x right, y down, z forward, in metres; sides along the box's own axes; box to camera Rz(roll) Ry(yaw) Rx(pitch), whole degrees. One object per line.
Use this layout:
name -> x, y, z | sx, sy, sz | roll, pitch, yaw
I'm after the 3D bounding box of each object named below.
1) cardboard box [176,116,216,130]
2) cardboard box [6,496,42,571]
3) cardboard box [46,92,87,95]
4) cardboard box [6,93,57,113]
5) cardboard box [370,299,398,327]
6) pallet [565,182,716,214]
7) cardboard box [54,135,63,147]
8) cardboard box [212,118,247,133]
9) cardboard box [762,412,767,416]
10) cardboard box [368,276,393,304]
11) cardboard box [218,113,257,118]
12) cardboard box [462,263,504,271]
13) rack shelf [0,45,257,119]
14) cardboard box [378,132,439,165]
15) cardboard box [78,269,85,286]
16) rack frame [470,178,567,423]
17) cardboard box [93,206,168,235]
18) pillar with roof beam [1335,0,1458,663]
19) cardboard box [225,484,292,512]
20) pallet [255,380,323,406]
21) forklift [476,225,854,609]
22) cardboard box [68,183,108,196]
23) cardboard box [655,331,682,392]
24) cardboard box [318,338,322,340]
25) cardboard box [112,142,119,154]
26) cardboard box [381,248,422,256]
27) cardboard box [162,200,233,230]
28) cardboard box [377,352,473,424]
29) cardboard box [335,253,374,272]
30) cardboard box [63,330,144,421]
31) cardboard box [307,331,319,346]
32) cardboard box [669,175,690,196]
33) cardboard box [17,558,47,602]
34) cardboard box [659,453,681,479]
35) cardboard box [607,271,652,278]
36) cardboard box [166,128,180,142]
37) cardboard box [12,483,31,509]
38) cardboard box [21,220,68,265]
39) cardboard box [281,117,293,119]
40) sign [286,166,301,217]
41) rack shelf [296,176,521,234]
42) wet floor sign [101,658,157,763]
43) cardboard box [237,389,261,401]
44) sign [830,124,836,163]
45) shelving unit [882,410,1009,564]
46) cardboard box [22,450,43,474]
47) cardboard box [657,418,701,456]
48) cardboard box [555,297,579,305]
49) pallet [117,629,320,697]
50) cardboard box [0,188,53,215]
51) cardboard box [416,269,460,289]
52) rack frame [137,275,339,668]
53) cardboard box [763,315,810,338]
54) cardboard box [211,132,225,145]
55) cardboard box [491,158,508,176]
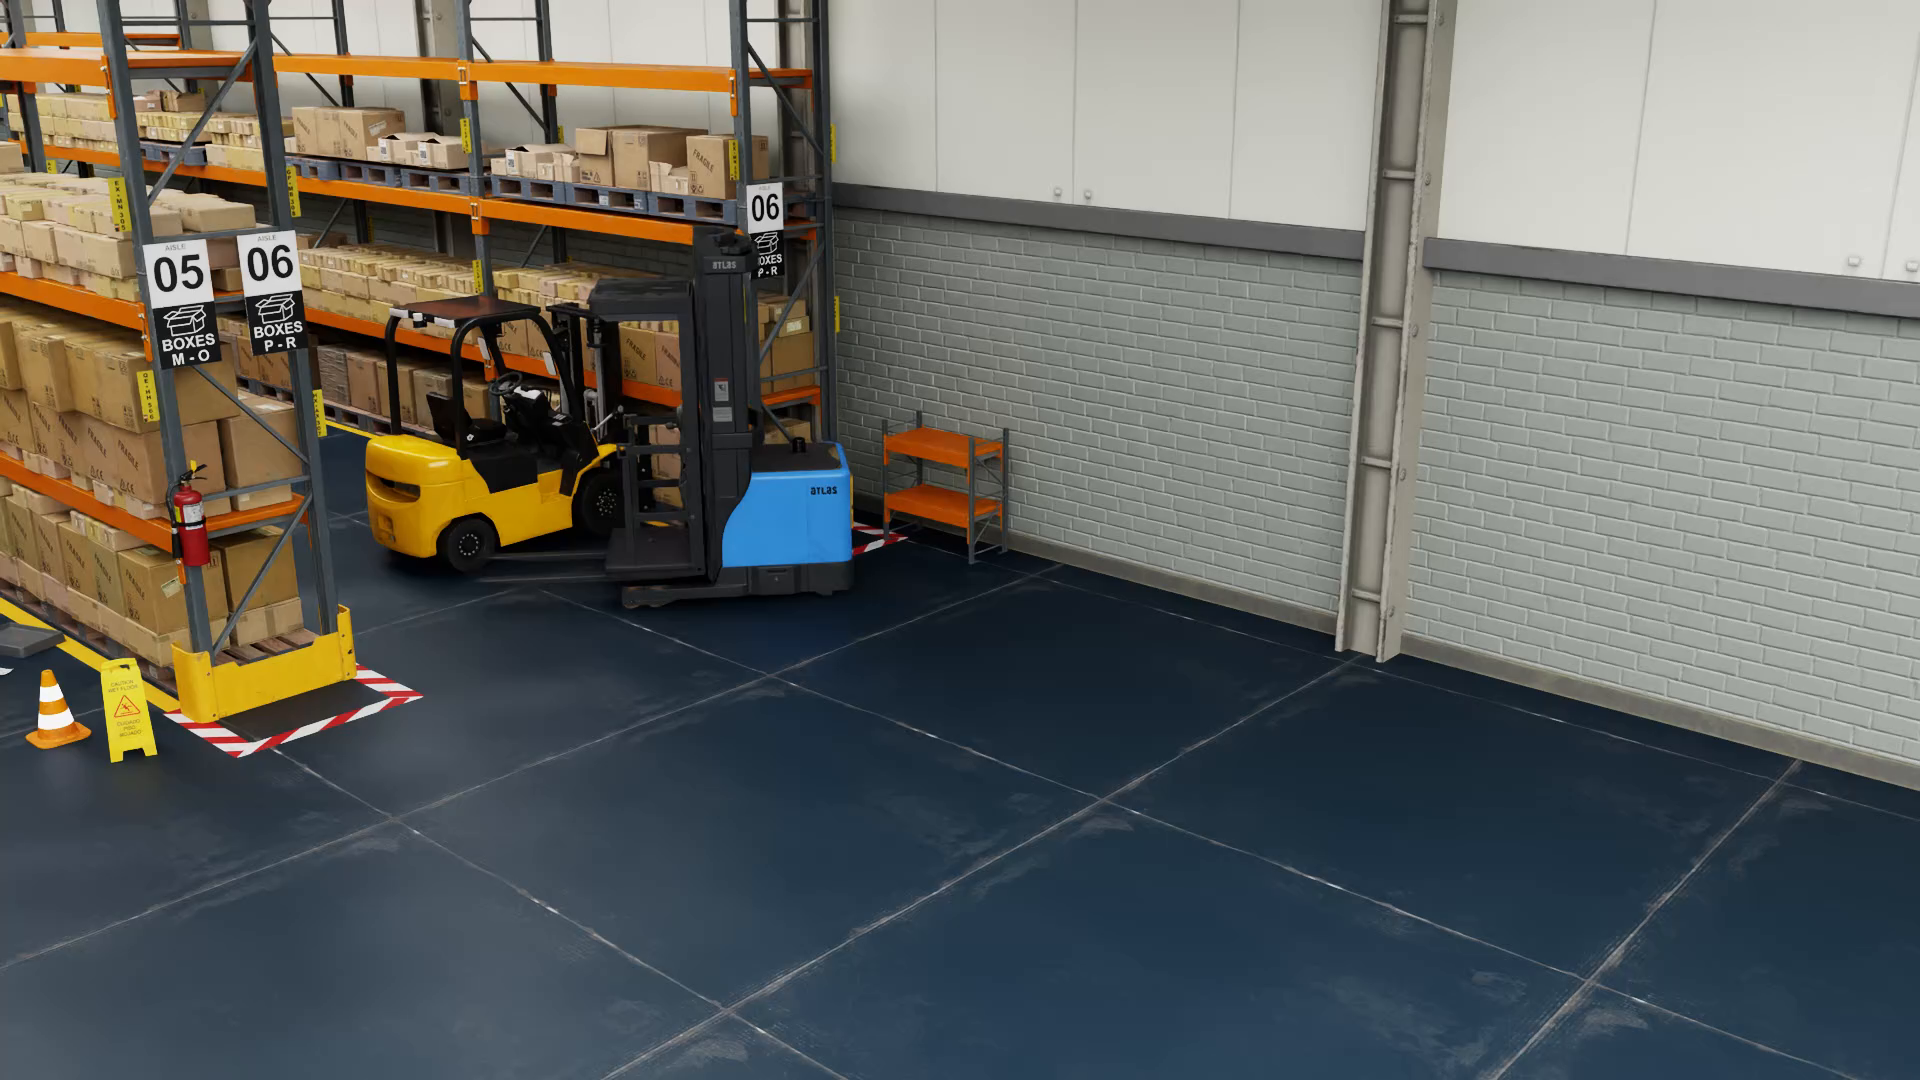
cardboard box -> -9.352, -5.113, 20.370 | 0.250, 0.149, 0.380 | 15, 23, 40
cardboard box -> -7.113, -0.101, 13.084 | 0.500, 0.500, 0.500 | 16, 24, 41
cardboard box -> -12.949, -6.384, 24.240 | 0.500, 0.250, 0.500 | 14, 22, 38
cardboard box -> -13.302, -6.264, 23.862 | 0.500, 0.250, 0.500 | 15, 23, 39
cardboard box -> -6.164, -2.541, 18.408 | 0.500, 0.250, 0.500 | 16, 24, 41
pallet -> -2.928, -3.240, 15.548 | 1.213, 0.211, 1.003 | 15, 23, 39
cardboard box -> -12.301, -5.535, 23.052 | 0.250, 0.149, 0.380 | 15, 23, 39
cardboard box -> -8.717, -4.968, 19.946 | 0.250, 0.149, 0.380 | 14, 23, 38
cardboard box -> -2.110, -1.064, 15.705 | 0.500, 0.250, 0.500 | 15, 23, 39
cardboard box -> -6.161, -2.781, 18.338 | 0.500, 0.250, 0.500 | 15, 23, 40
cardboard box -> -9.003, -5.231, 20.741 | 0.250, 0.149, 0.380 | 16, 23, 41
cardboard box -> -5.169, -2.901, 18.056 | 0.250, 0.149, 0.380 | 15, 23, 39
rack shelf -> -6.288, -3.252, 11.677 | 4.000, 0.370, 1.077 | 15, 23, 39
cardboard box -> -5.769, -4.142, 17.533 | 0.500, 0.311, 0.500 | 14, 22, 37
cardboard box -> -5.773, -1.823, 11.355 | 0.250, 0.149, 0.380 | 15, 23, 40
rack frame -> -4.492, -2.262, 17.282 | 0.127, 3.000, 1.000 | 15, 23, 39
cardboard box -> -5.408, -2.087, 10.868 | 0.250, 0.149, 0.380 | 16, 23, 40
pillar with roof beam -> 0.208, -2.484, 8.062 | 0.400, 9.000, 9.100 | 15, 23, 39
cardboard box -> -4.908, -0.331, 11.611 | 0.250, 0.149, 0.380 | 15, 23, 39
pallet -> -8.017, -1.895, 20.734 | 1.213, 0.211, 1.003 | 15, 23, 39
forklift -> -2.431, -1.016, 13.466 | 3.031, 2.935, 1.130 | -2, 18, -8
cardboard box -> -6.386, -2.569, 12.387 | 0.250, 0.149, 0.380 | 15, 23, 40
cardboard box -> -2.424, -1.653, 15.195 | 0.500, 0.500, 0.500 | 16, 24, 41
cardboard box -> -7.966, -2.325, 20.918 | 0.500, 0.500, 0.500 | 15, 23, 39
cardboard box -> -10.940, -5.184, 21.944 | 0.250, 0.149, 0.380 | 15, 23, 39
cardboard box -> -6.453, -3.276, 19.239 | 0.250, 0.149, 0.380 | 14, 23, 38
cardboard box -> -5.121, -2.190, 11.192 | 0.250, 0.149, 0.380 | 15, 23, 39
cardboard box -> -6.028, -1.741, 18.870 | 0.625, 0.625, 0.875 | 14, 22, 37
cardboard box -> -6.827, -3.143, 18.819 | 0.250, 0.149, 0.380 | 15, 23, 40
cardboard box -> -5.692, -1.158, 11.492 | 0.500, 0.500, 0.700 | 15, 23, 40
cardboard box -> -8.021, -2.425, 20.161 | 0.250, 0.149, 0.380 | 14, 22, 37
cardboard box -> -2.321, -3.115, 14.565 | 0.250, 0.149, 0.380 | 14, 22, 38
cardboard box -> -7.115, 0.256, 13.198 | 0.500, 0.250, 0.500 | 17, 24, 42
cardboard box -> -2.439, -0.717, 15.438 | 0.500, 0.250, 0.500 | 15, 23, 39
cardboard box -> -3.276, -2.563, 16.499 | 0.250, 0.149, 0.380 | 15, 23, 38
cardboard box -> -9.566, -5.019, 20.565 | 0.250, 0.149, 0.380 | 16, 23, 41
cardboard box -> -7.082, -0.374, 12.870 | 0.250, 0.149, 0.380 | 16, 24, 41
cardboard box -> -6.120, -2.082, 11.510 | 0.500, 0.250, 0.500 | 16, 24, 41
cardboard box -> -8.163, -5.042, 20.178 | 0.250, 0.149, 0.380 | 16, 24, 41
sign -> -4.432, -2.305, 11.011 | 0.005, 0.325, 0.100 | 15, 23, 39
rack shelf -> -5.987, -3.751, 18.202 | 4.000, 0.370, 1.077 | 15, 23, 39
wet floor sign -> -5.360, 1.067, 10.683 | 0.267, 0.644, 0.232 | -9, 20, -27
cardboard box -> -5.351, -0.786, 11.973 | 0.500, 0.500, 0.500 | 16, 24, 41
sign -> -1.127, -3.468, 14.545 | 0.005, 0.325, 0.100 | 15, 23, 39
shelving unit -> -0.135, -0.485, 14.779 | 1.048, 1.125, 0.538 | 15, 23, 39
cardboard box -> -6.810, -0.624, 12.535 | 0.250, 0.149, 0.380 | 15, 23, 40
cardboard box -> -2.437, -0.949, 15.340 | 0.500, 0.250, 0.500 | 16, 23, 40
cardboard box -> -3.689, -2.279, 16.096 | 0.250, 0.149, 0.380 | 15, 23, 39
pallet -> -5.433, 0.807, 12.219 | 1.213, 0.211, 1.003 | 15, 23, 39
cardboard box -> -6.754, -2.443, 11.988 | 0.250, 0.149, 0.380 | 15, 23, 38
cardboard box -> -5.532, -2.769, 17.641 | 0.250, 0.149, 0.380 | 14, 22, 38
rack frame -> -4.792, -0.336, 11.210 | 0.127, 3.000, 1.000 | 15, 23, 39
cardboard box -> -1.581, -1.943, 15.037 | 0.250, 0.149, 0.380 | 14, 23, 38
cardboard box -> -8.853, -4.895, 20.207 | 0.250, 0.149, 0.380 | 16, 24, 41
cardboard box -> -4.357, -3.661, 16.287 | 0.250, 0.149, 0.380 | 16, 23, 40
